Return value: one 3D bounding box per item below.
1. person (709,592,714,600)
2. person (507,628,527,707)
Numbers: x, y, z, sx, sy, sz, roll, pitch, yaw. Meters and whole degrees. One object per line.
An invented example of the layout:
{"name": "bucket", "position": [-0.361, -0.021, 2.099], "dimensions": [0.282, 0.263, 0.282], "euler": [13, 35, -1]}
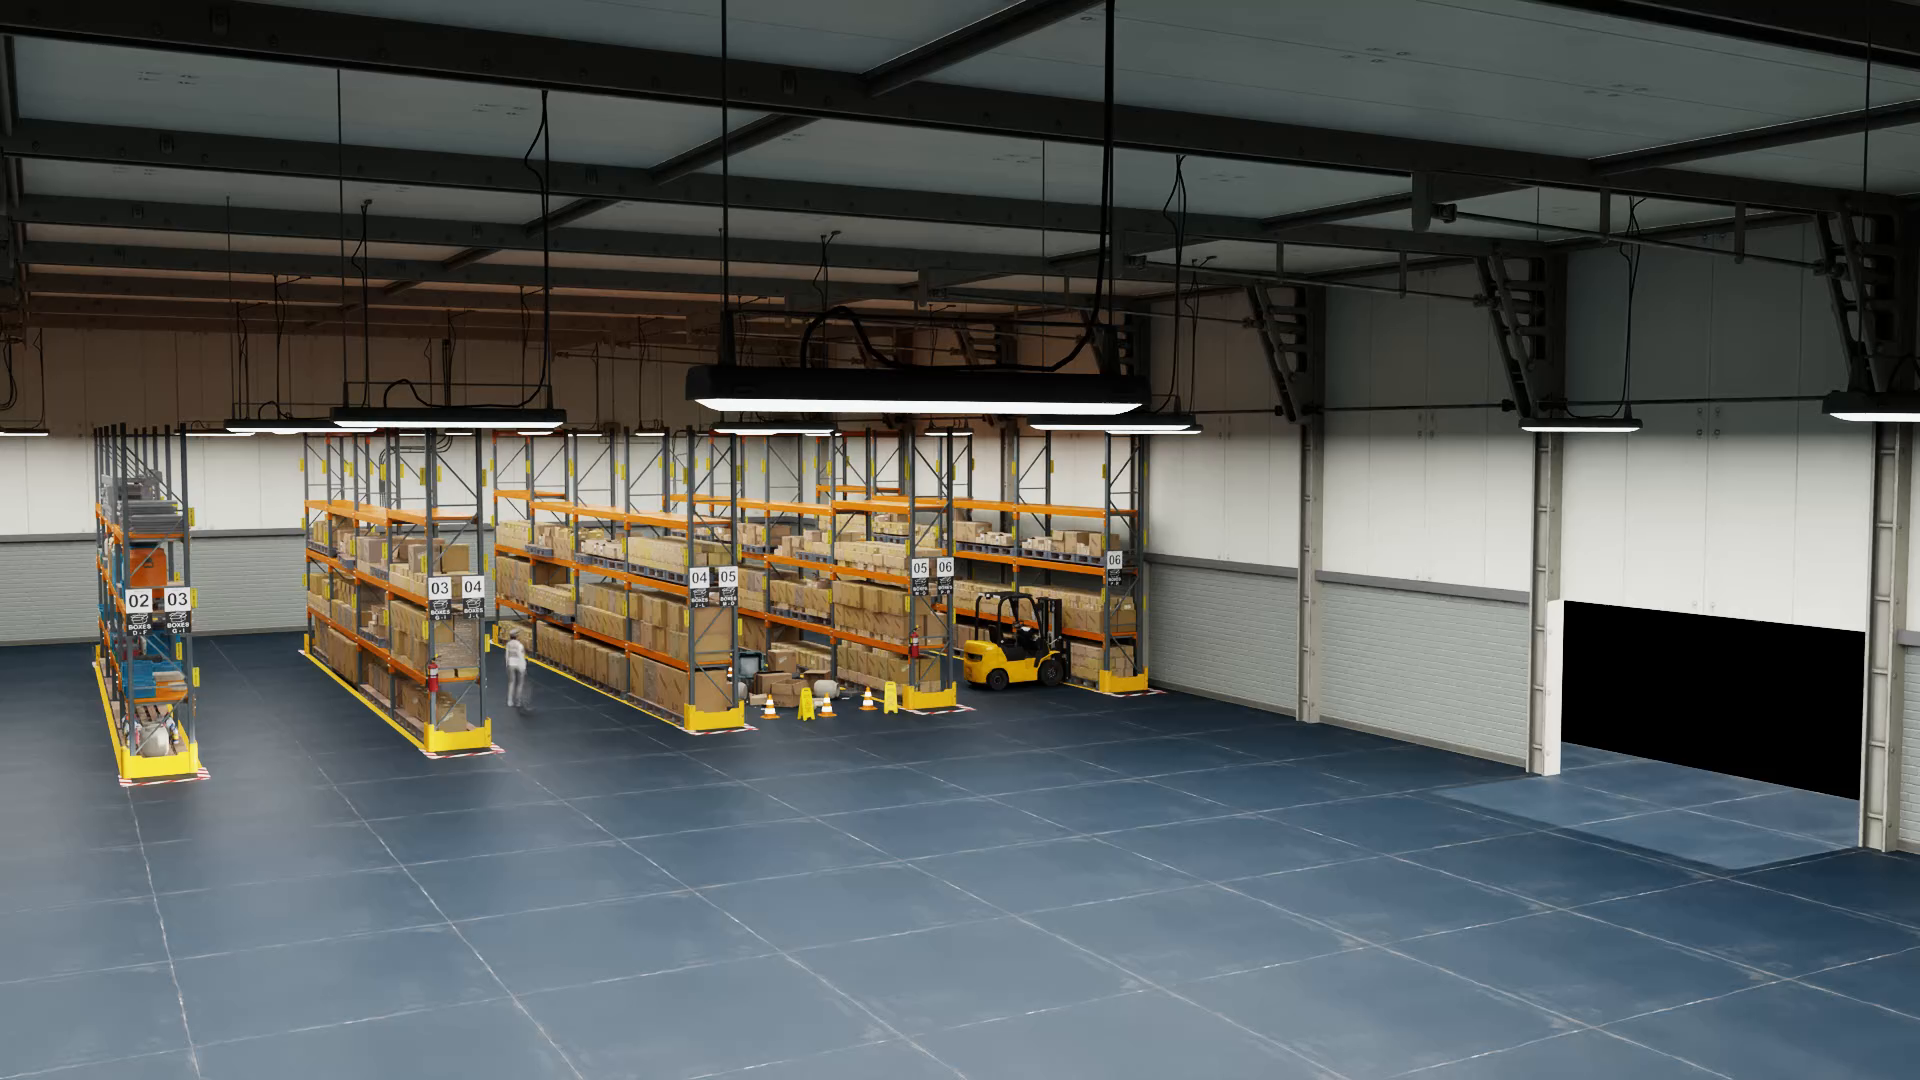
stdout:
{"name": "person", "position": [-6.475, 2.212, 43.062], "dimensions": [0.610, 1.794, 0.409], "euler": [2, 4, 27]}
{"name": "person", "position": [-9.470, 2.718, 35.483], "dimensions": [0.479, 1.684, 0.437], "euler": [0, 3, 7]}
